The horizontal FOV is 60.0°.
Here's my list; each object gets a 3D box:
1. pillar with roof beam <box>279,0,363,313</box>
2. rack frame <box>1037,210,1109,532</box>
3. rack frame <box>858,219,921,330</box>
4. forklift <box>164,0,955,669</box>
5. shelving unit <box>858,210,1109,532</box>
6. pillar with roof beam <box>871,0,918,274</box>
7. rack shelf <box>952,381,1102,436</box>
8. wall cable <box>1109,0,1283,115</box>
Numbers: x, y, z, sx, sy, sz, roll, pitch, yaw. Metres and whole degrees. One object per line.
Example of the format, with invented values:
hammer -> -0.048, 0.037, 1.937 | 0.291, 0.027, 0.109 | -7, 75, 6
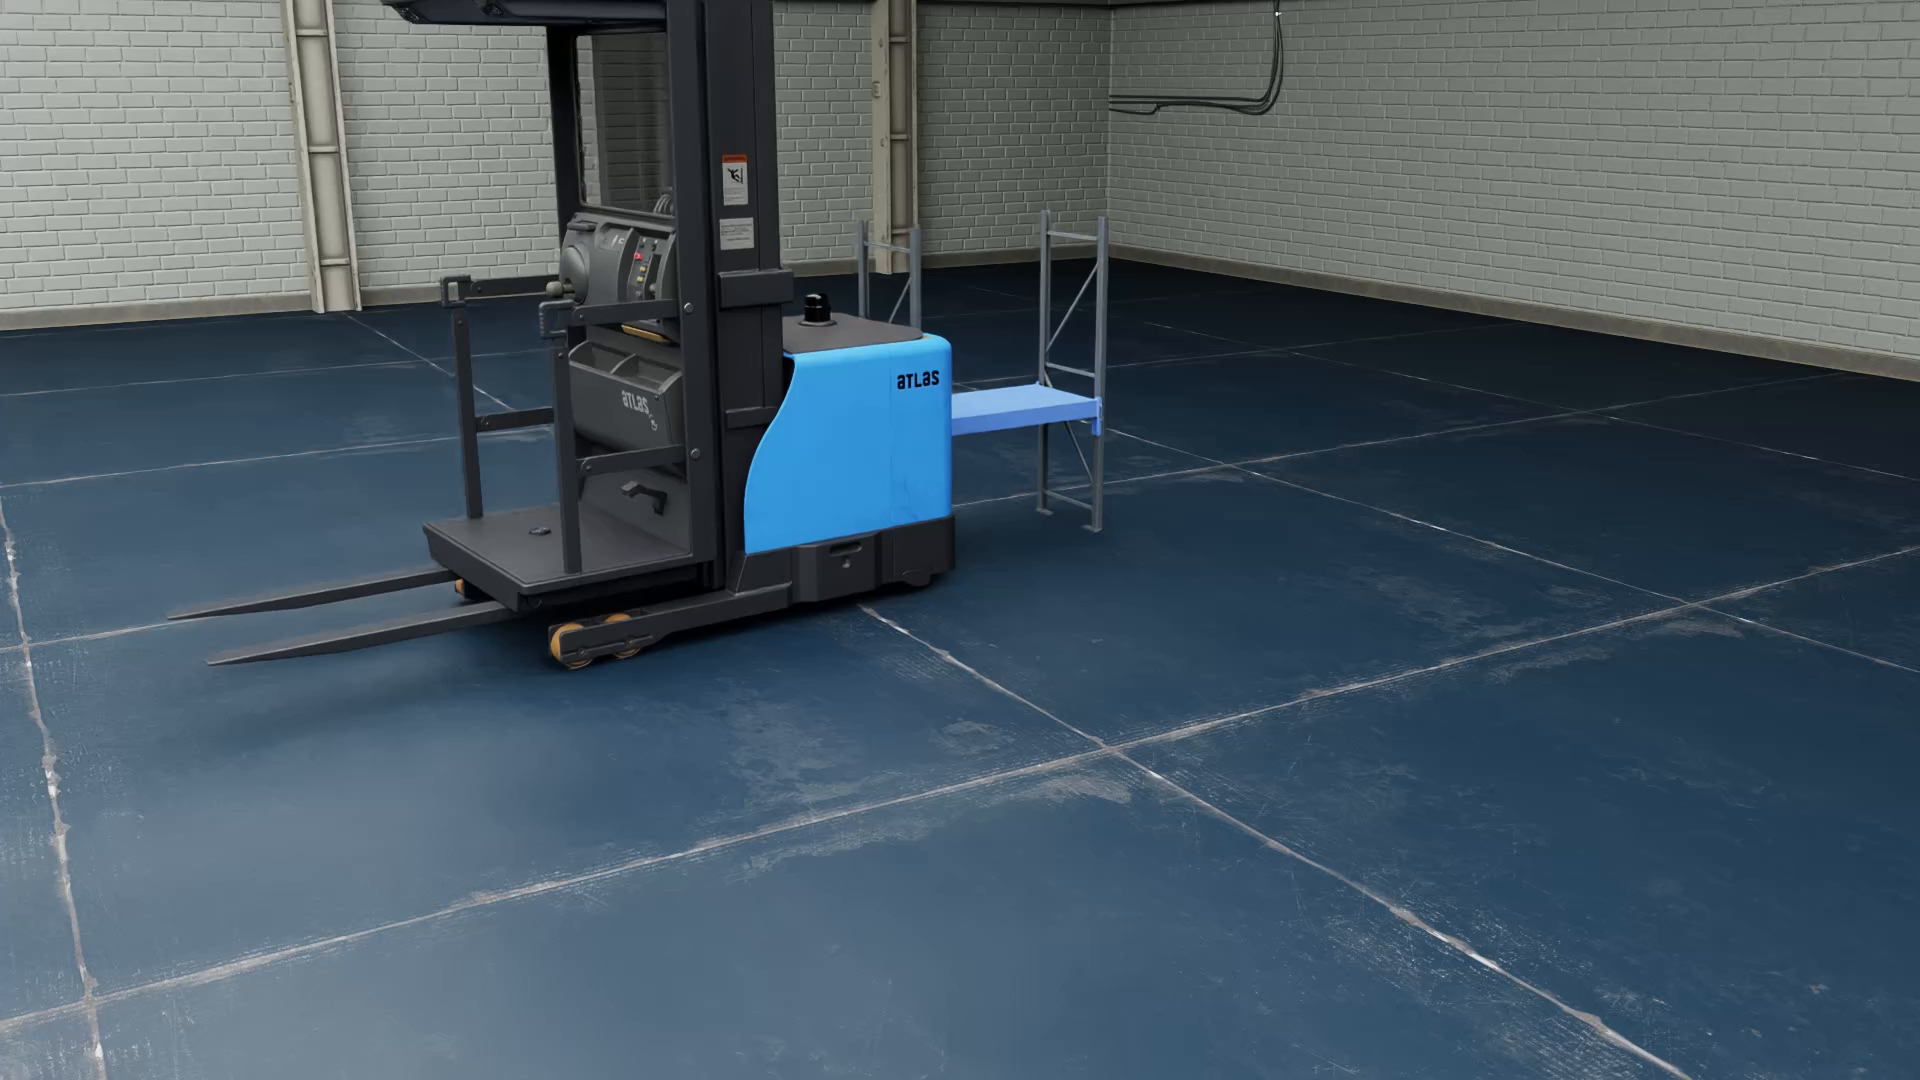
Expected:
pillar with roof beam -> -3.637, -5.501, 10.863 | 0.400, 9.000, 9.100 | -9, 18, -30
rack frame -> 0.540, -0.820, 8.055 | 0.032, 1.500, 0.500 | -10, 18, -31
rack frame -> -0.316, -0.672, 7.527 | 0.032, 1.500, 0.500 | -10, 18, -31
forklift -> -1.508, -1.093, 6.380 | 3.031, 2.935, 1.130 | -11, 19, -35
shelving unit -> 0.112, -0.746, 7.791 | 1.048, 1.500, 0.538 | -10, 18, -31
pillar with roof beam -> 1.506, -6.335, 13.838 | 0.400, 9.000, 9.100 | -9, 18, -30
rack shelf -> 0.112, -0.572, 7.840 | 1.000, 0.185, 0.538 | -10, 18, -31
wall cable -> 2.496, -5.940, 18.180 | 0.112, 2.526, 3.097 | -9, 18, -30
